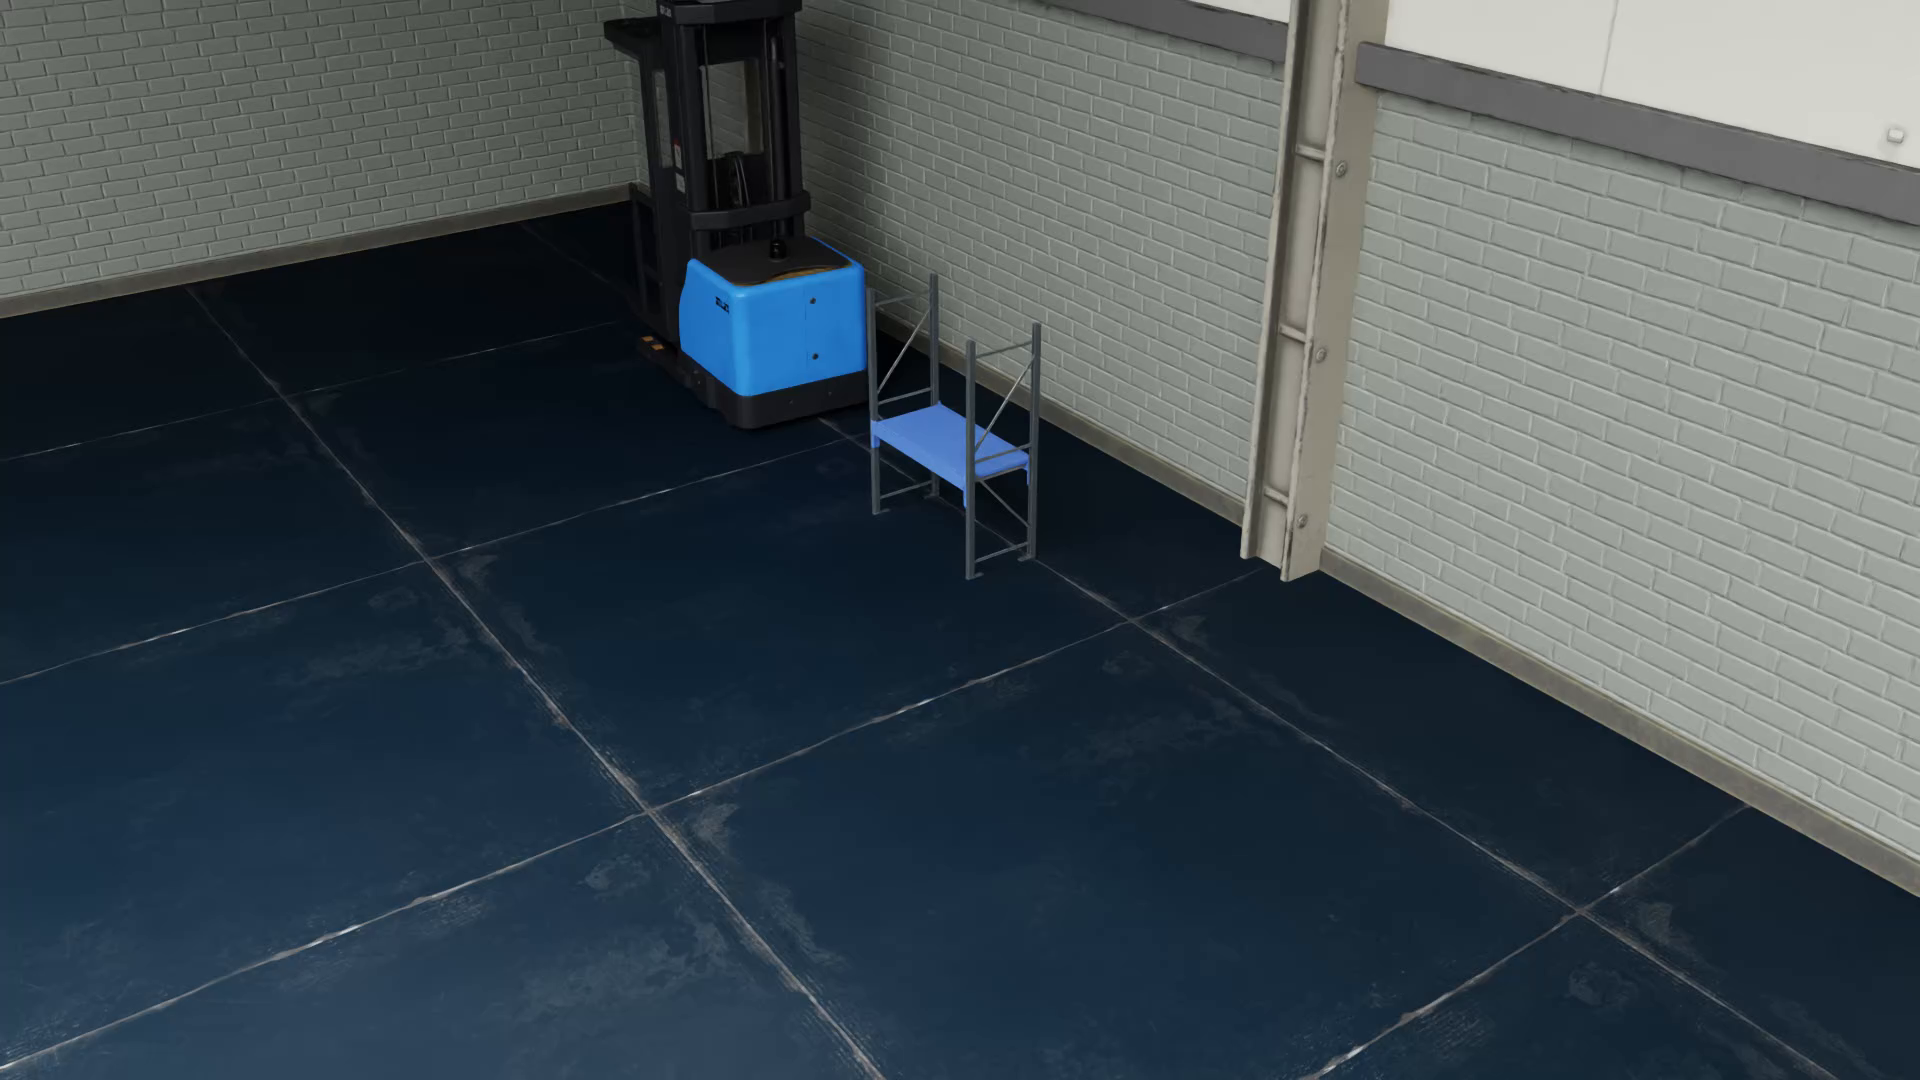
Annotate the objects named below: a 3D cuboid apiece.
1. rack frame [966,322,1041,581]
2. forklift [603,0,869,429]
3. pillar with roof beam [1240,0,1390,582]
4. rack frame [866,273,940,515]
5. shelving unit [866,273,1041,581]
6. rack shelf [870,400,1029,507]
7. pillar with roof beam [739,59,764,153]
[{"bbox_3d":[0.245,-0.495,9.589,0.500,1.500,0.032,-19,34,-31],"label":"rack frame"},{"bbox_3d":[-1.843,-2.722,12.191,1.130,2.935,3.031,-16,33,-27],"label":"forklift"},{"bbox_3d":[-1.577,-2.632,5.668,9.100,9.000,0.400,-19,34,-31],"label":"pillar with roof beam"},{"bbox_3d":[-0.344,-0.890,10.317,0.500,1.500,0.032,-19,34,-31],"label":"rack frame"},{"bbox_3d":[-0.049,-0.692,9.953,0.538,1.500,1.048,-19,34,-31],"label":"shelving unit"},{"bbox_3d":[-0.049,-0.534,10.039,0.538,0.185,1.000,-19,34,-31],"label":"rack shelf"},{"bbox_3d":[-5.057,-4.965,9.963,9.100,9.000,0.400,-19,34,-31],"label":"pillar with roof beam"}]
